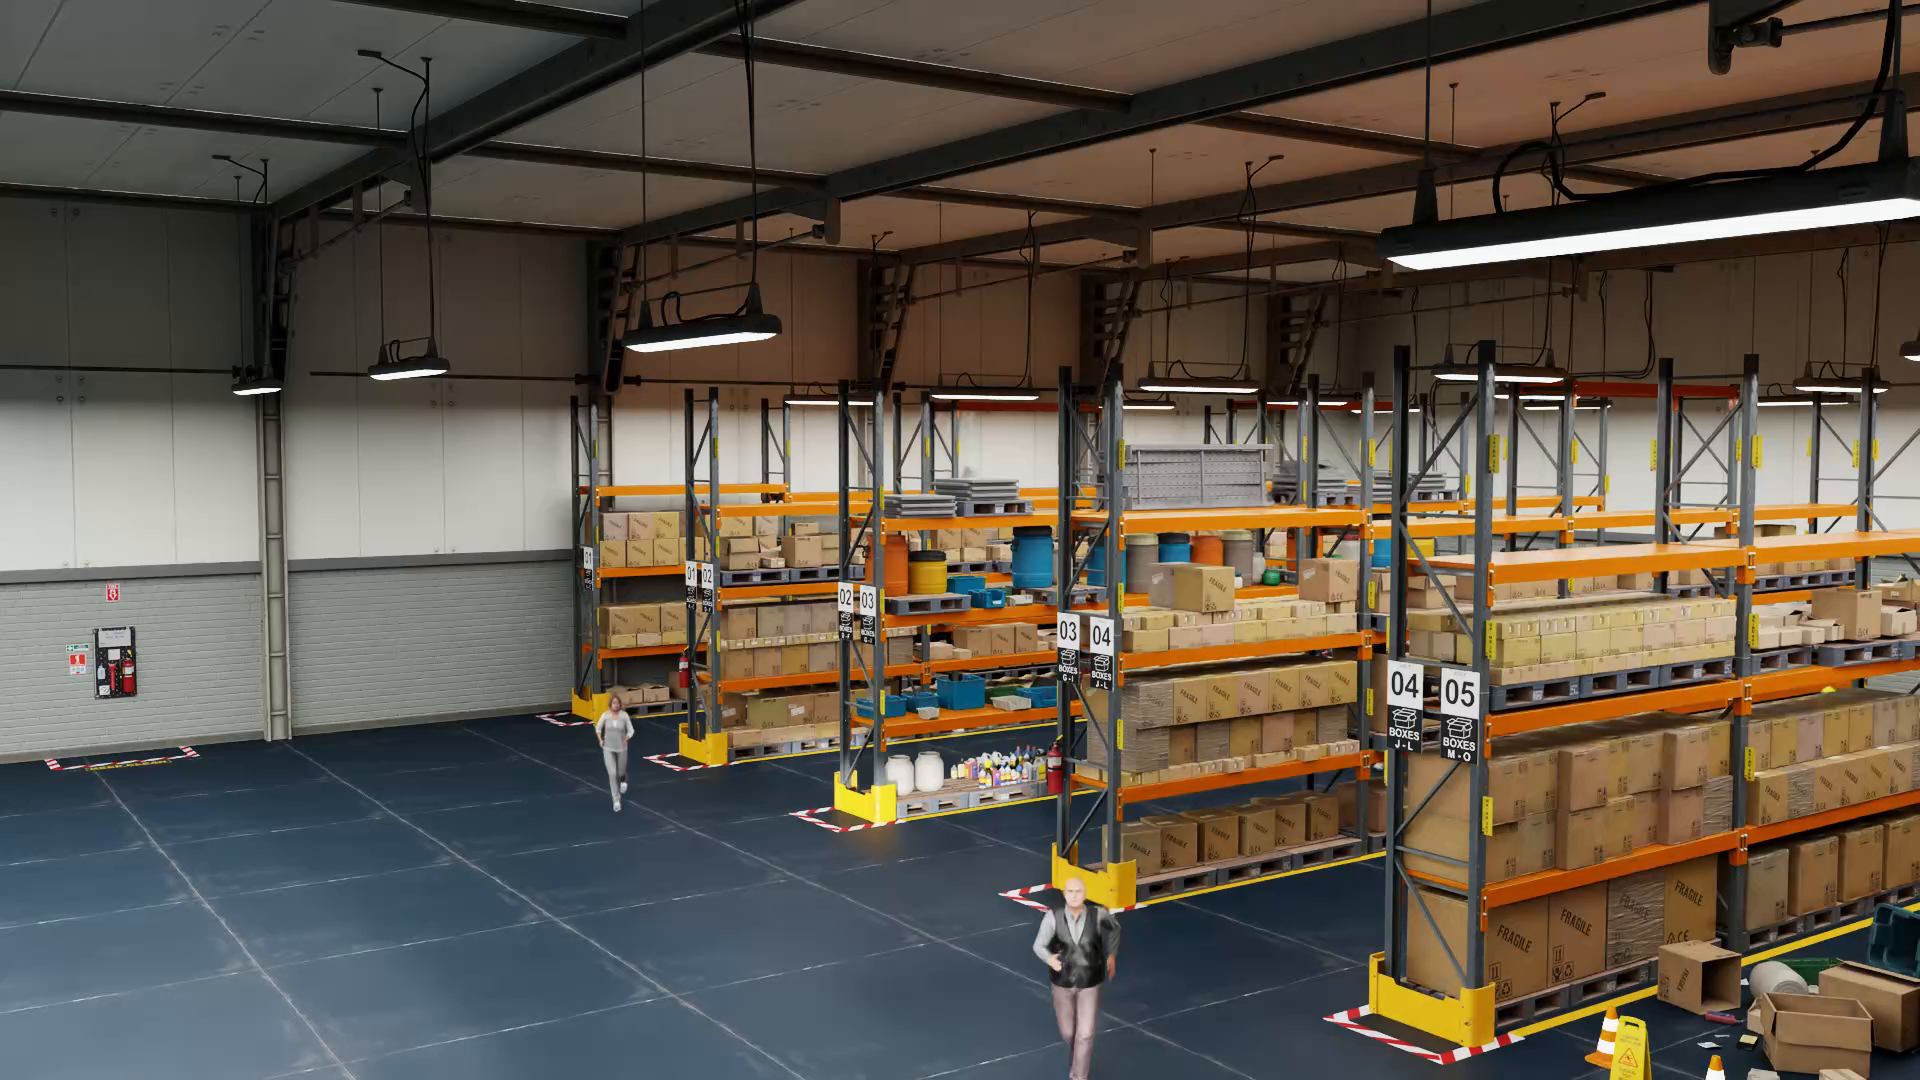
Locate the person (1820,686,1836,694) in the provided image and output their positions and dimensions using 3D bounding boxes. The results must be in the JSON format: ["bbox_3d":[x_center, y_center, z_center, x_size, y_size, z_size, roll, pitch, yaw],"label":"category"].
[{"bbox_3d":[12.084,2.901,23.175,0.770,1.721,0.526,3,5,44],"label":"person"}]

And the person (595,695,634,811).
[{"bbox_3d":[-4.879,2.976,23.489,0.542,1.590,0.754,-1,4,-12],"label":"person"}]

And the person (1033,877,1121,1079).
[{"bbox_3d":[0.924,3.532,13.151,0.690,1.768,0.896,0,3,6],"label":"person"}]

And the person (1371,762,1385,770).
[{"bbox_3d":[6.503,2.727,25.988,0.643,1.737,0.704,-3,5,-42],"label":"person"}]
